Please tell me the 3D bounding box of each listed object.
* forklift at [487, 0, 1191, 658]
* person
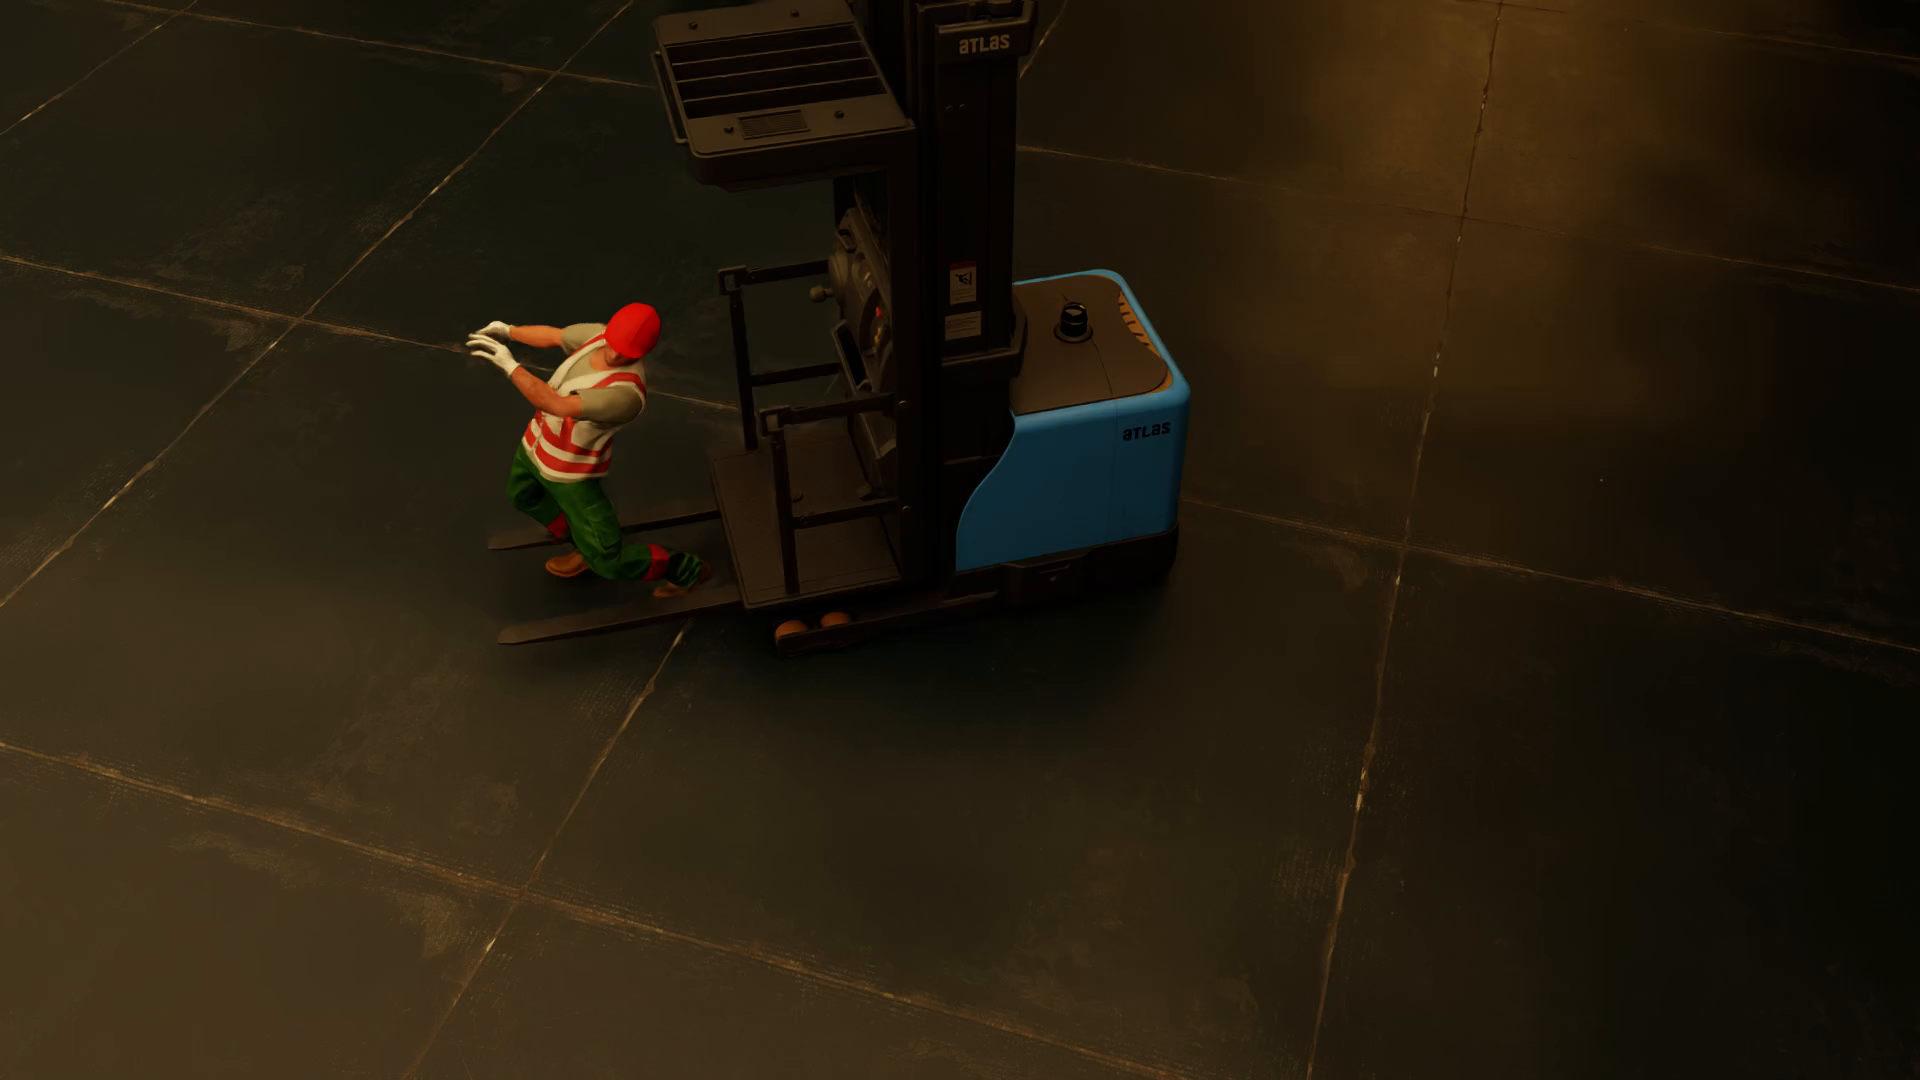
[{"bbox_3d":[-0.588,-0.962,6.723,3.031,2.935,1.130,-11,44,-11],"label":"forklift"},{"bbox_3d":[-1.689,-0.431,7.130,0.731,1.504,1.073,-27,49,-26],"label":"person"}]
